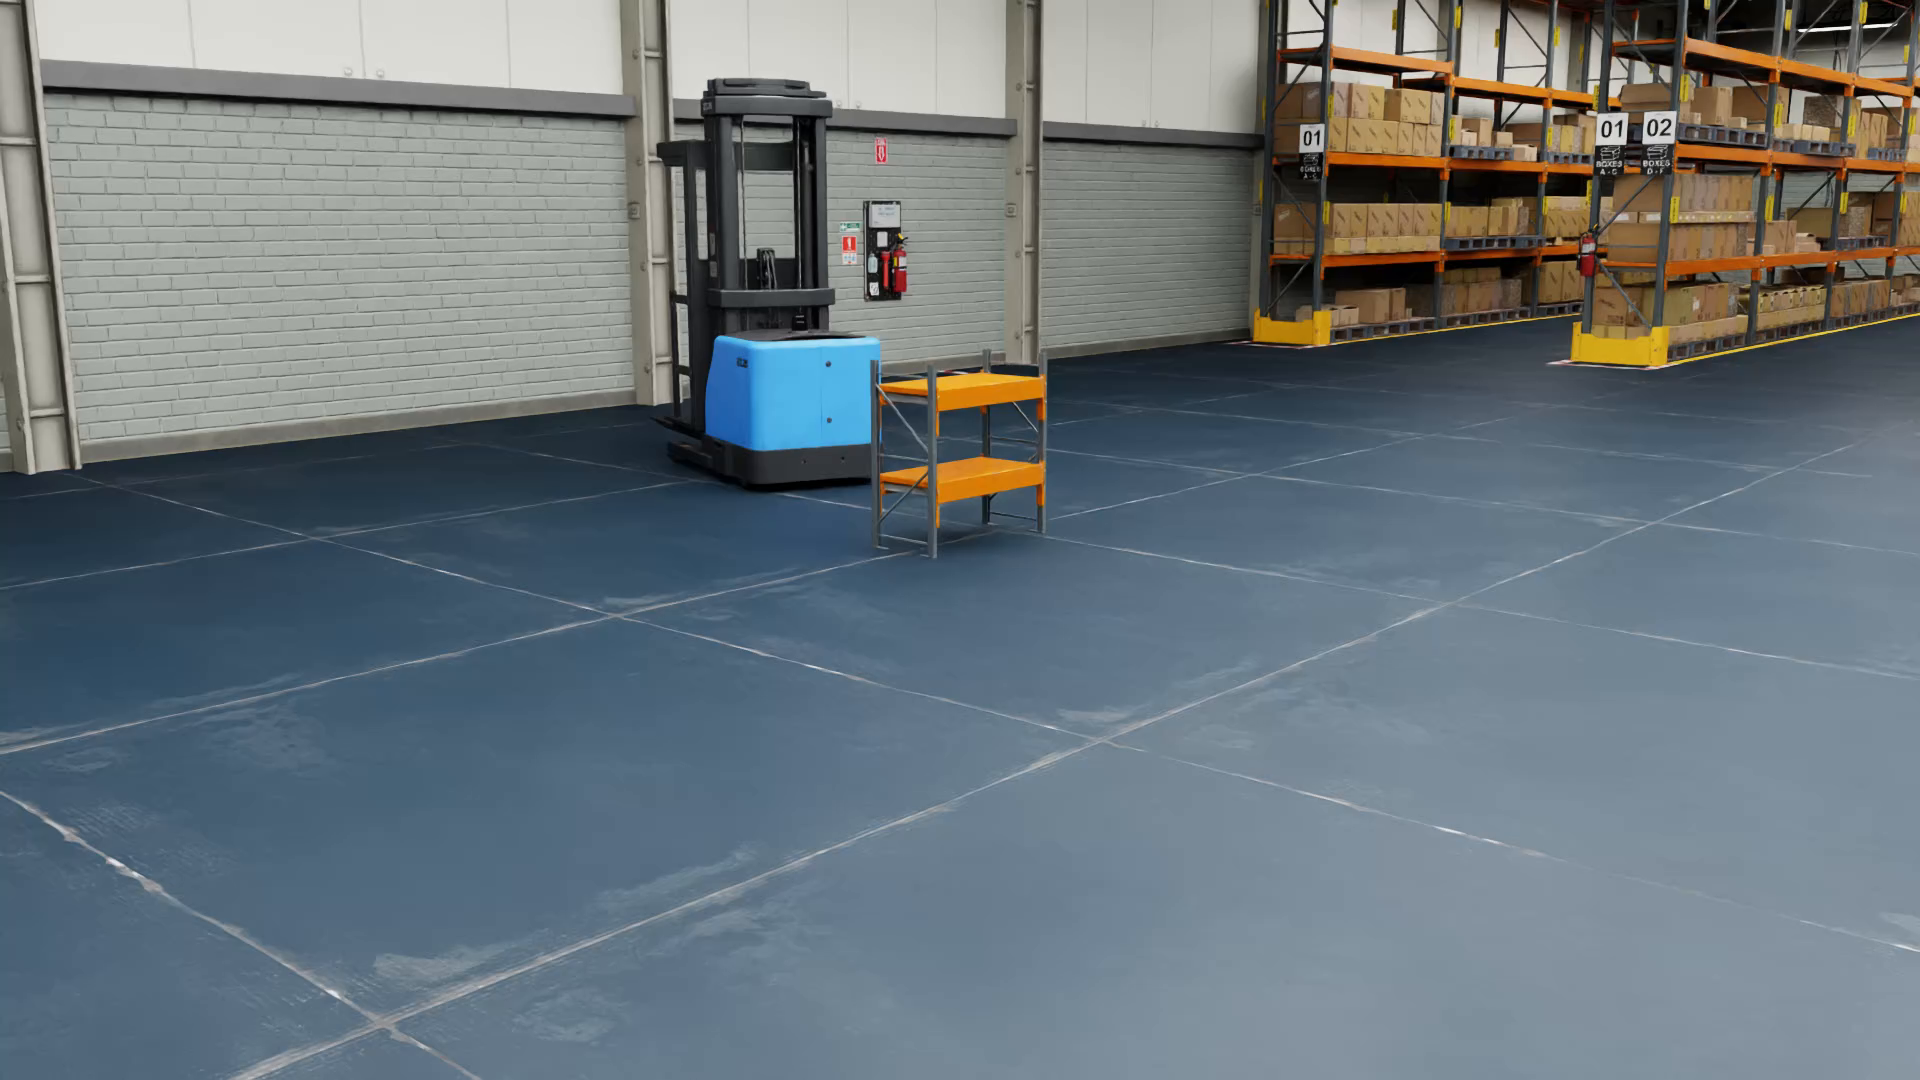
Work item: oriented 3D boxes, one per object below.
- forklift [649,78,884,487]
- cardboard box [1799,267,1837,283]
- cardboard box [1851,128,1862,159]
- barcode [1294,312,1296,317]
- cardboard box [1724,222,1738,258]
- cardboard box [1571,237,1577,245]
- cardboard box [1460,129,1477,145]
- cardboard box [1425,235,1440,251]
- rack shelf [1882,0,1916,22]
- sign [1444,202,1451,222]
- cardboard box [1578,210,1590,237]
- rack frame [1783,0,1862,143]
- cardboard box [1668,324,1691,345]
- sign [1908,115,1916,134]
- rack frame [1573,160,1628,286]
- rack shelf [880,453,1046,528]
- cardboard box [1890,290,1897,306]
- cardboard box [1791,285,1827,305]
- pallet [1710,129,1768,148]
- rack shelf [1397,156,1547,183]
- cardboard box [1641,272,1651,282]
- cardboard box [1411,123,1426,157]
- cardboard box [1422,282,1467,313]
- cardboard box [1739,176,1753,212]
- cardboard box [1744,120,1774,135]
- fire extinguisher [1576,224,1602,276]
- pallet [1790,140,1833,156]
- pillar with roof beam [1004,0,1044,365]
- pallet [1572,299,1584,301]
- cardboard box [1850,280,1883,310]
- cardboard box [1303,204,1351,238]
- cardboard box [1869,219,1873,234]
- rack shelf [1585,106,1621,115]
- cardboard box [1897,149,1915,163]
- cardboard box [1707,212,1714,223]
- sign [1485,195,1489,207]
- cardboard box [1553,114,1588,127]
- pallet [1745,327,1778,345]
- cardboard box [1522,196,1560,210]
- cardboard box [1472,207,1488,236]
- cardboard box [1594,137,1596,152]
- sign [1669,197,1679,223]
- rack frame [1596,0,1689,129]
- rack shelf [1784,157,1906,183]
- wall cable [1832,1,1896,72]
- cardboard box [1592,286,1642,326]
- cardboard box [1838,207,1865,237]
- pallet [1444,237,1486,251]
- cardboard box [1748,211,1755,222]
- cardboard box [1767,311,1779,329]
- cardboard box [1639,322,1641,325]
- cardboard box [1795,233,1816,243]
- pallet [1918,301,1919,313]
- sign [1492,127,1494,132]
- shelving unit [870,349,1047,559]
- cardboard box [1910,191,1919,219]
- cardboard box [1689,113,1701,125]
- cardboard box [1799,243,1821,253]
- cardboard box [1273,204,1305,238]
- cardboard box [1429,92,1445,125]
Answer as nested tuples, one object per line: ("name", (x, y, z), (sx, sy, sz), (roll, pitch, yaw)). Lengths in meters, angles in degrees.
("forklift", (-1.697, -2.066, 13.071), (1.130, 2.935, 3.031), (-6, 13, -27))
("cardboard box", (15.116, -4.675, 29.304), (0.500, 0.250, 0.500), (9, 15, 39))
("cardboard box", (14.568, -6.653, 27.949), (0.910, 0.500, 0.500), (10, 15, 40))
("barcode", (5.200, -3.499, 25.788), (0.001, 0.075, 0.075), (10, 15, 40))
("cardboard box", (10.697, -4.306, 23.854), (0.700, 0.500, 0.500), (10, 15, 40))
("cardboard box", (11.641, -5.762, 31.990), (0.380, 0.149, 0.250), (10, 15, 41))
("cardboard box", (8.432, -6.835, 28.270), (0.500, 0.311, 0.500), (10, 15, 42))
("cardboard box", (7.520, -4.868, 27.259), (0.500, 0.250, 0.500), (10, 15, 40))
("rack shelf", (17.929, -10.091, 31.111), (1.077, 0.370, 4.000), (10, 15, 40))
("sign", (8.017, -5.396, 27.361), (0.100, 0.325, 0.005), (10, 15, 40))
("cardboard box", (11.777, -6.099, 32.023), (0.500, 0.500, 0.500), (10, 15, 42))
("rack frame", (13.969, -7.931, 26.947), (1.000, 3.000, 0.127), (10, 15, 40))
("cardboard box", (9.536, -2.794, 22.491), (0.500, 0.250, 0.500), (10, 15, 40))
("sign", (17.028, -7.424, 29.741), (0.100, 0.325, 0.005), (10, 15, 40))
("rack frame", (12.886, -6.218, 33.685), (1.000, 3.000, 0.127), (10, 15, 40))
("rack shelf", (0.004, -0.313, 10.154), (0.538, 0.278, 1.000), (10, 15, 40))
("cardboard box", (17.049, -4.509, 30.870), (0.500, 0.311, 0.500), (10, 15, 40))
("cardboard box", (13.808, -4.013, 27.162), (0.500, 0.311, 0.500), (10, 15, 42))
("pallet", (10.785, -5.700, 23.658), (1.003, 0.211, 1.213), (10, 15, 40))
("rack shelf", (8.925, -6.453, 29.042), (1.077, 0.370, 4.000), (10, 15, 40))
("cardboard box", (14.131, -5.444, 35.117), (0.700, 0.500, 0.500), (10, 15, 42))
("cardboard box", (7.114, -6.392, 26.590), (0.500, 0.500, 0.500), (8, 14, 36))
("cardboard box", (8.381, -4.224, 28.959), (0.700, 0.500, 0.500), (9, 15, 39))
("cardboard box", (11.040, -5.020, 24.120), (0.700, 0.500, 0.500), (10, 15, 41))
("cardboard box", (11.742, -6.094, 24.715), (0.500, 0.250, 0.500), (-10, 15, -42))
("fire extinguisher", (8.261, -3.817, 21.862), (0.296, 0.674, 0.183), (10, 15, 40))
("pallet", (12.852, -6.092, 25.875), (1.003, 0.211, 1.213), (11, 16, 43))
("pillar with roof beam", (4.050, -6.170, 18.127), (9.100, 9.000, 0.400), (10, 15, 40))
("pallet", (12.433, -4.727, 33.341), (1.003, 0.211, 1.213), (10, 15, 40))
("cardboard box", (16.166, -4.387, 29.775), (0.500, 0.500, 0.500), (10, 15, 41))
("cardboard box", (5.505, -4.788, 24.942), (0.500, 0.500, 0.500), (10, 15, 40))
("cardboard box", (16.746, -5.734, 31.005), (0.500, 0.500, 0.500), (10, 15, 41))
("rack shelf", (14.206, -8.905, 34.680), (1.077, 0.370, 4.000), (10, 15, 40))
("cardboard box", (17.116, -7.015, 30.400), (0.500, 0.250, 0.500), (10, 15, 40))
("cardboard box", (10.124, -4.436, 22.849), (0.380, 0.149, 0.250), (10, 15, 41))
("sign", (9.826, -6.269, 30.982), (0.100, 0.325, 0.005), (10, 15, 40))
("cardboard box", (11.853, -8.126, 32.285), (0.500, 0.250, 0.500), (9, 15, 39))
("pallet", (11.785, -3.147, 25.429), (1.003, 0.211, 1.213), (10, 15, 40))
("cardboard box", (10.757, -6.240, 30.813), (0.500, 0.250, 0.500), (10, 15, 42))
("cardboard box", (8.752, -5.558, 29.004), (0.500, 0.500, 0.700), (-10, 15, -40))
("cardboard box", (12.222, -7.838, 32.761), (0.700, 0.500, 0.500), (9, 14, 37))
("sign", (9.101, -4.203, 21.185), (0.100, 0.325, 0.005), (10, 15, 40))
("rack frame", (8.688, -6.754, 21.054), (1.000, 3.000, 0.127), (10, 15, 40))
("rack shelf", (15.289, -6.402, 28.784), (1.077, 0.370, 4.000), (10, 15, 40))
("wall cable", (21.560, -11.139, 38.037), (3.097, 2.526, 0.112), (10, 15, 40))
("cardboard box", (8.818, -3.155, 22.384), (0.500, 0.500, 0.500), (10, 15, 40))
("cardboard box", (15.047, -5.462, 28.570), (0.500, 0.500, 0.700), (-9, 14, -37))
("pallet", (8.218, -5.041, 28.279), (1.003, 0.211, 1.213), (10, 15, 40))
("cardboard box", (11.310, -4.700, 24.175), (0.380, 0.149, 0.250), (10, 15, 40))
("cardboard box", (12.119, -3.361, 25.328), (0.500, 0.250, 0.500), (10, 15, 42))
("cardboard box", (9.141, -2.862, 22.832), (0.500, 0.250, 0.500), (10, 15, 40))
("cardboard box", (13.696, -4.898, 27.303), (0.500, 0.311, 0.500), (11, 16, 44))
("pallet", (18.674, -4.670, 33.057), (1.003, 0.211, 1.213), (10, 15, 40))
("sign", (9.834, -7.466, 30.751), (0.100, 0.325, 0.005), (10, 15, 40))
("shelving unit", (0.004, -0.553, 10.106), (0.538, 1.125, 1.048), (10, 15, 40))
("cardboard box", (17.472, -6.226, 30.918), (0.500, 0.500, 0.500), (9, 15, 39))
("cardboard box", (9.597, -5.585, 22.070), (0.380, 0.149, 0.250), (10, 15, 40))
("cardboard box", (13.582, -4.698, 26.717), (0.380, 0.149, 0.250), (10, 15, 40))
("cardboard box", (5.116, -4.853, 25.269), (0.500, 0.500, 0.500), (10, 15, 40))
("cardboard box", (7.478, -6.952, 26.844), (0.500, 0.500, 0.500), (8, 14, 36))
